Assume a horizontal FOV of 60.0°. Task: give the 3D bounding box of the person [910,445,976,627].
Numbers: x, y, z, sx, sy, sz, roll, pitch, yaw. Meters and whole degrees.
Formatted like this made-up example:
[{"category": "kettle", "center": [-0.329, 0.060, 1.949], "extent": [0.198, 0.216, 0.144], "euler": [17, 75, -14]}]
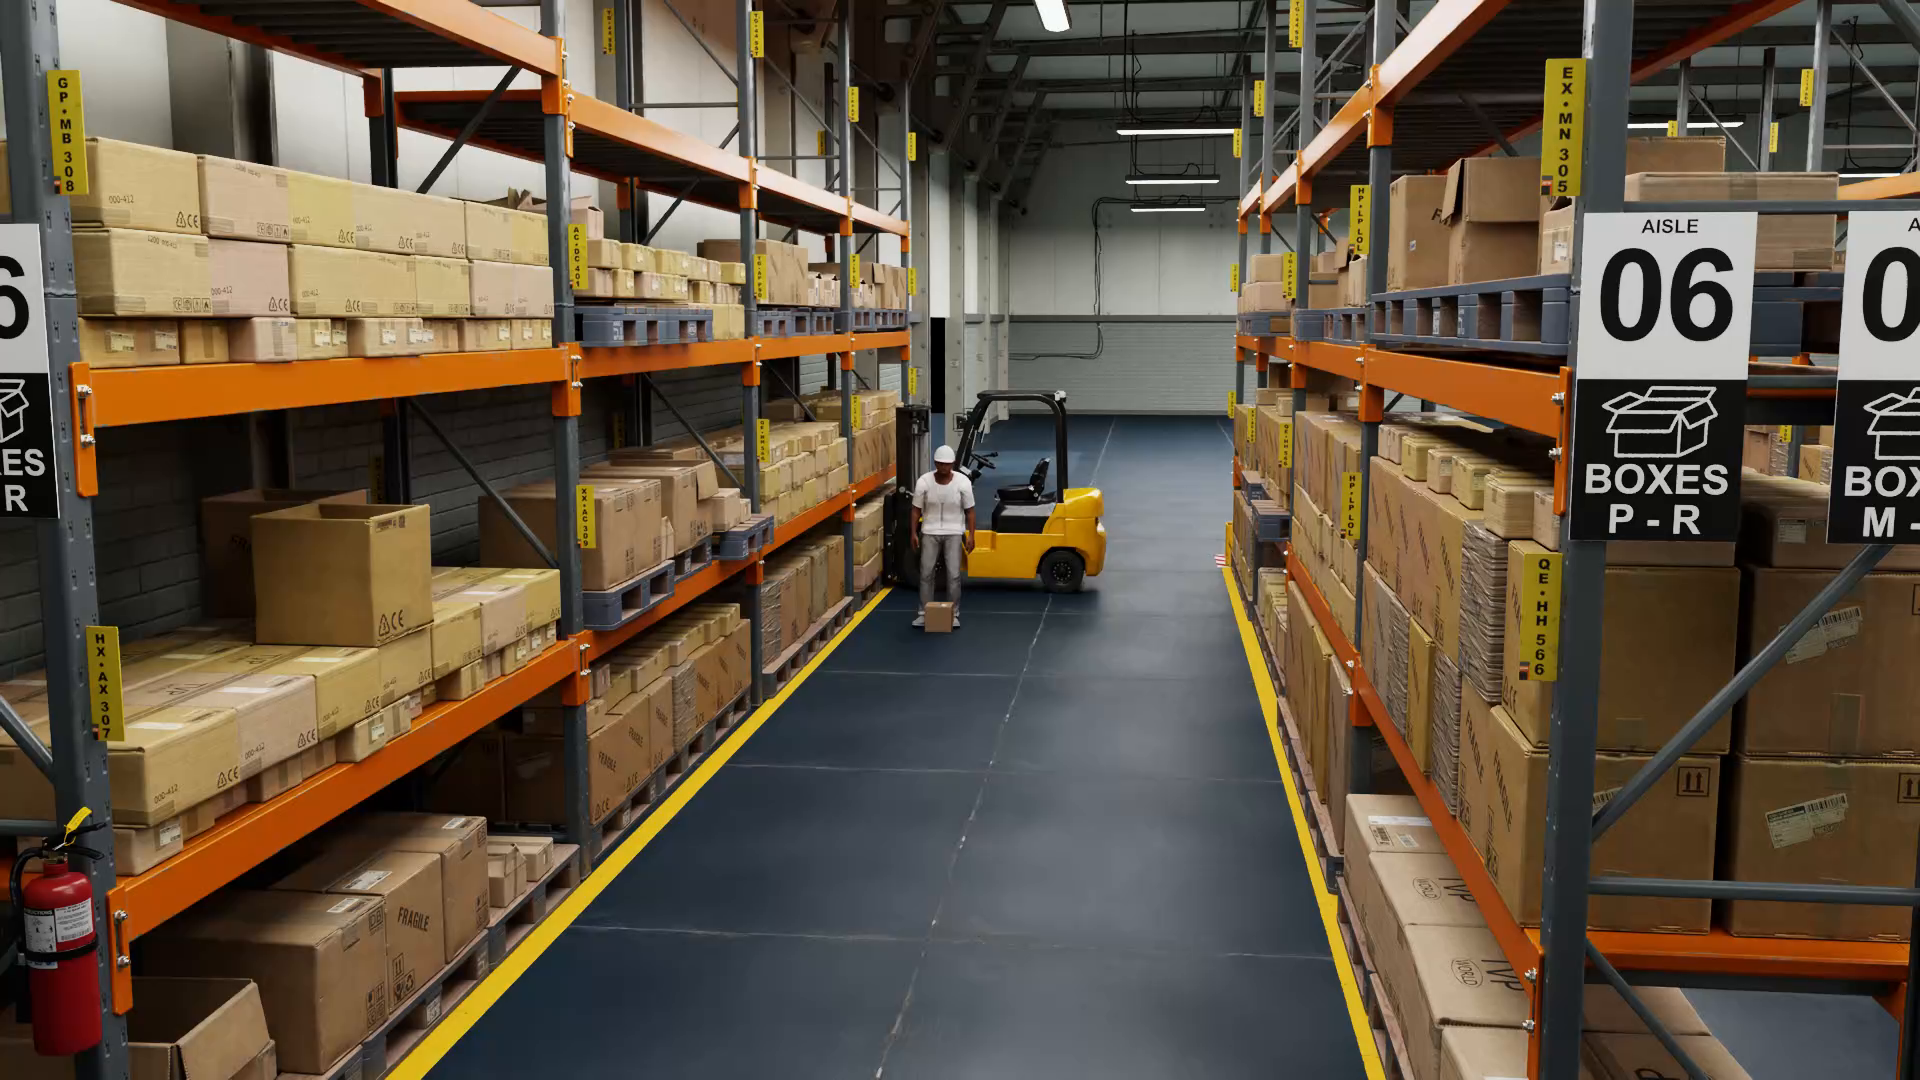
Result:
[{"category": "person", "center": [-0.168, -0.039, 16.019], "extent": [0.634, 1.759, 0.461], "euler": [1, 8, 4]}]
